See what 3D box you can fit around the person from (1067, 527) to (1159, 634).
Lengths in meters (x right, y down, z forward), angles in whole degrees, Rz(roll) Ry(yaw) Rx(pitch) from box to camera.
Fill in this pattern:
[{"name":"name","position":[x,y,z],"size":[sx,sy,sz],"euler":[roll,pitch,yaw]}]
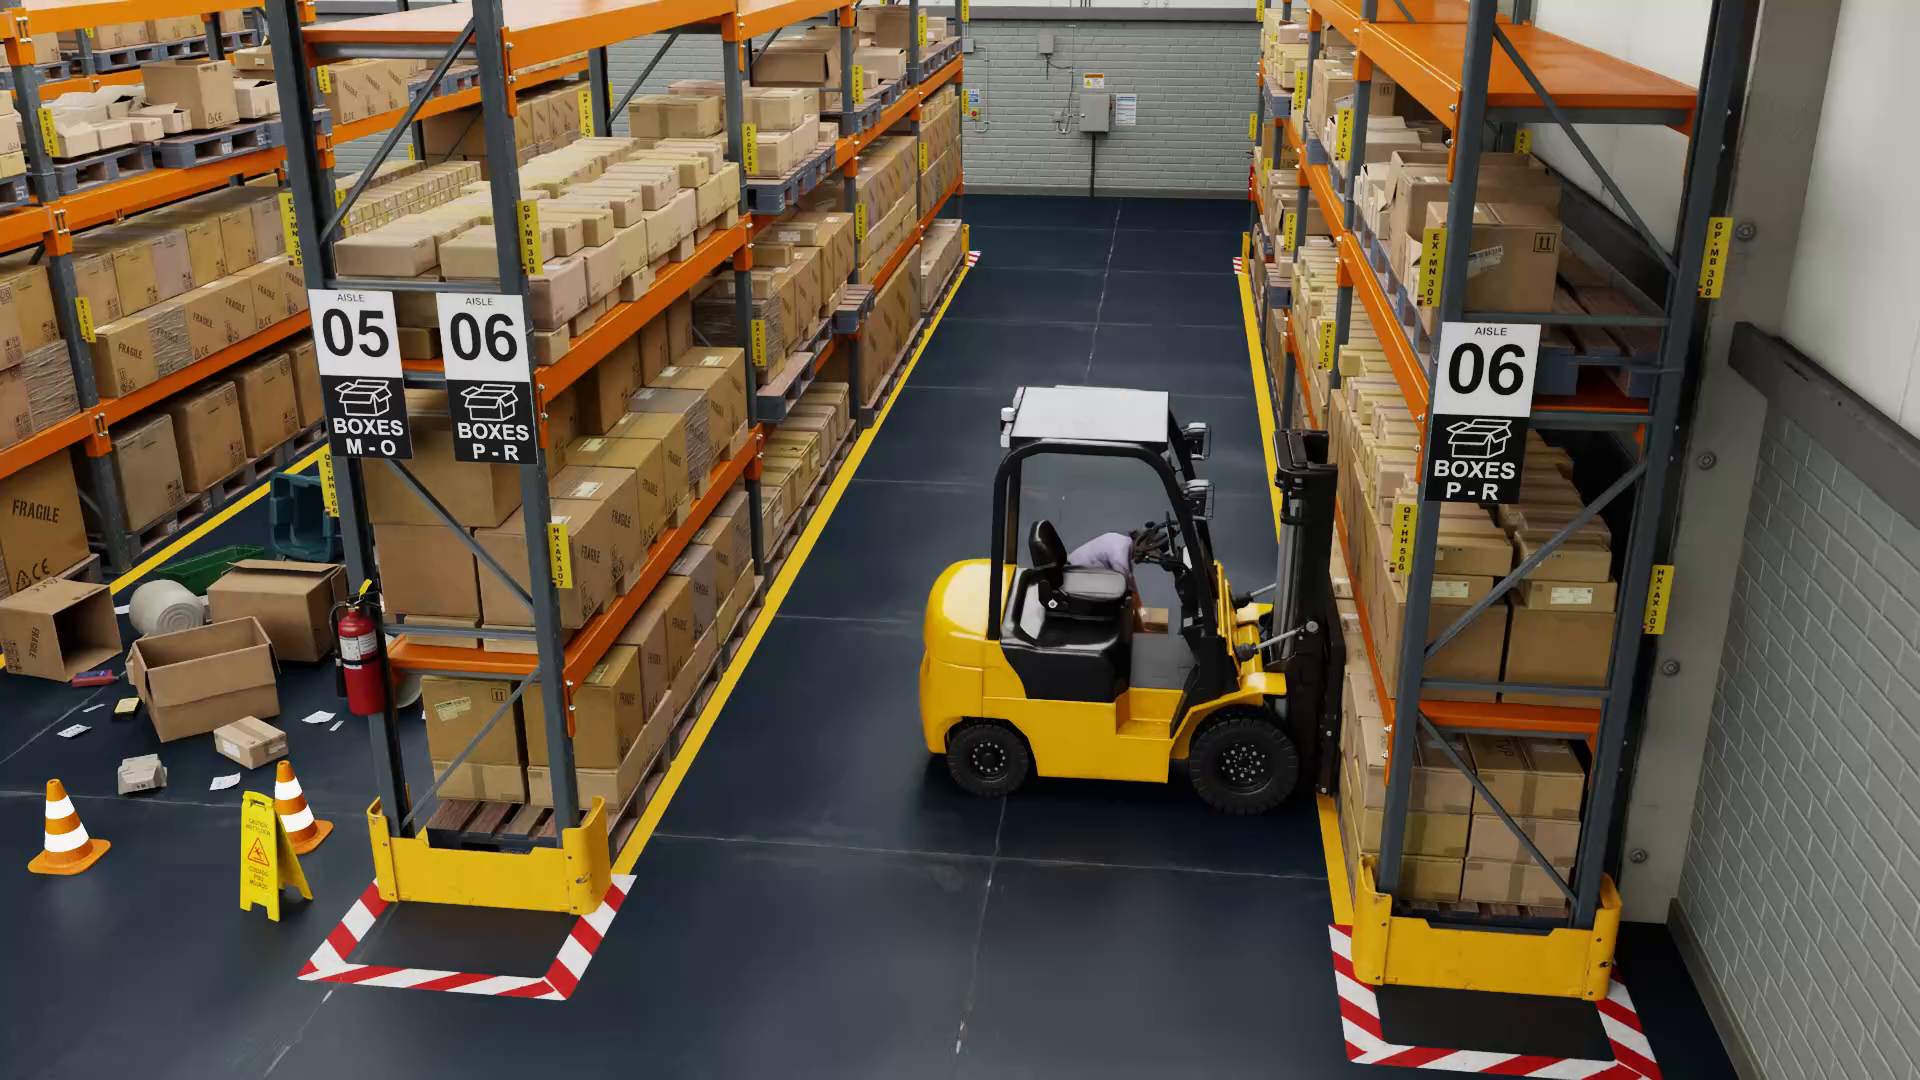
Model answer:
[{"name":"person","position":[0.953,0.328,11.347],"size":[0.828,0.869,0.524],"euler":[2,21,6]}]
